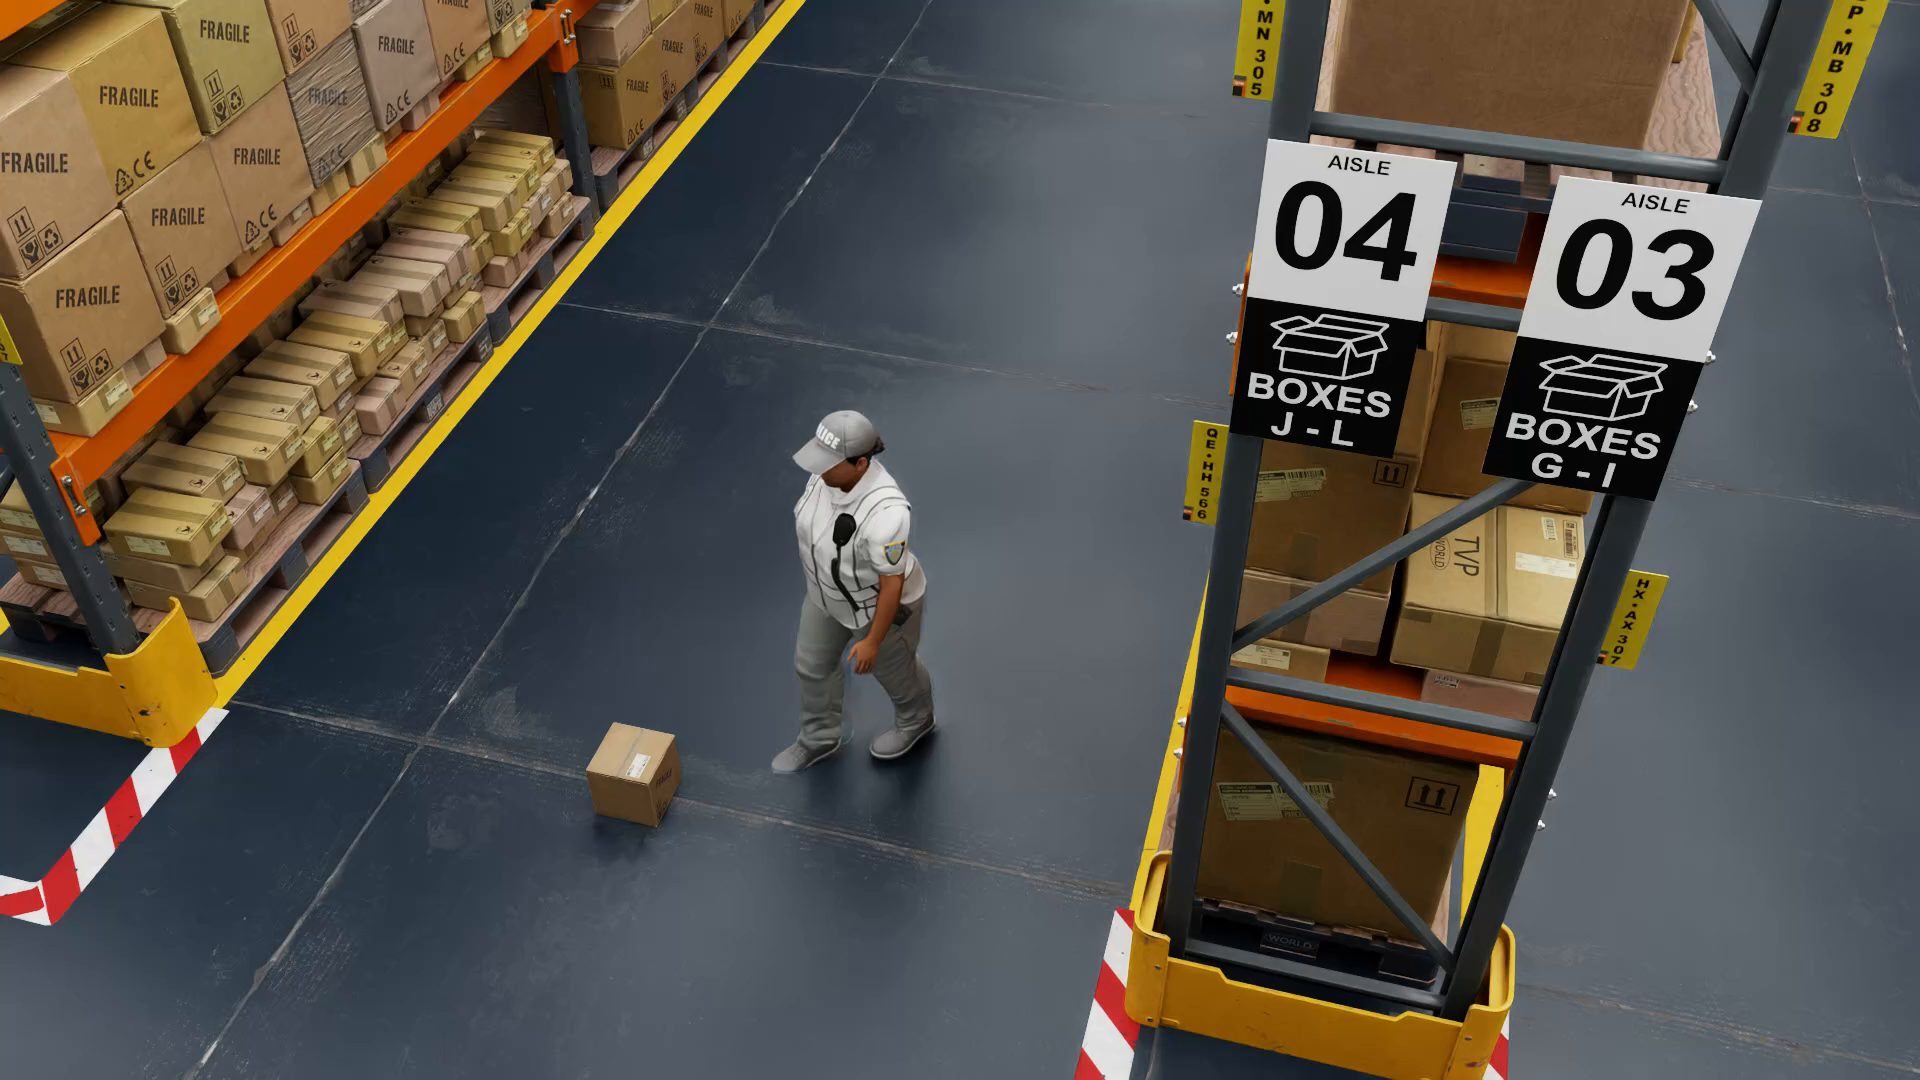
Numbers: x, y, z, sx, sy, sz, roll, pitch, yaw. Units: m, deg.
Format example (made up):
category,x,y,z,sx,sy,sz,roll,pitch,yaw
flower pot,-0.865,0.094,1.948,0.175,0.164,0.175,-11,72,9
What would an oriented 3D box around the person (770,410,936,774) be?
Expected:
category,x,y,z,sx,sy,sz,roll,pitch,yaw
person,-0.365,0.238,5.904,0.613,1.707,0.503,-31,50,-31
